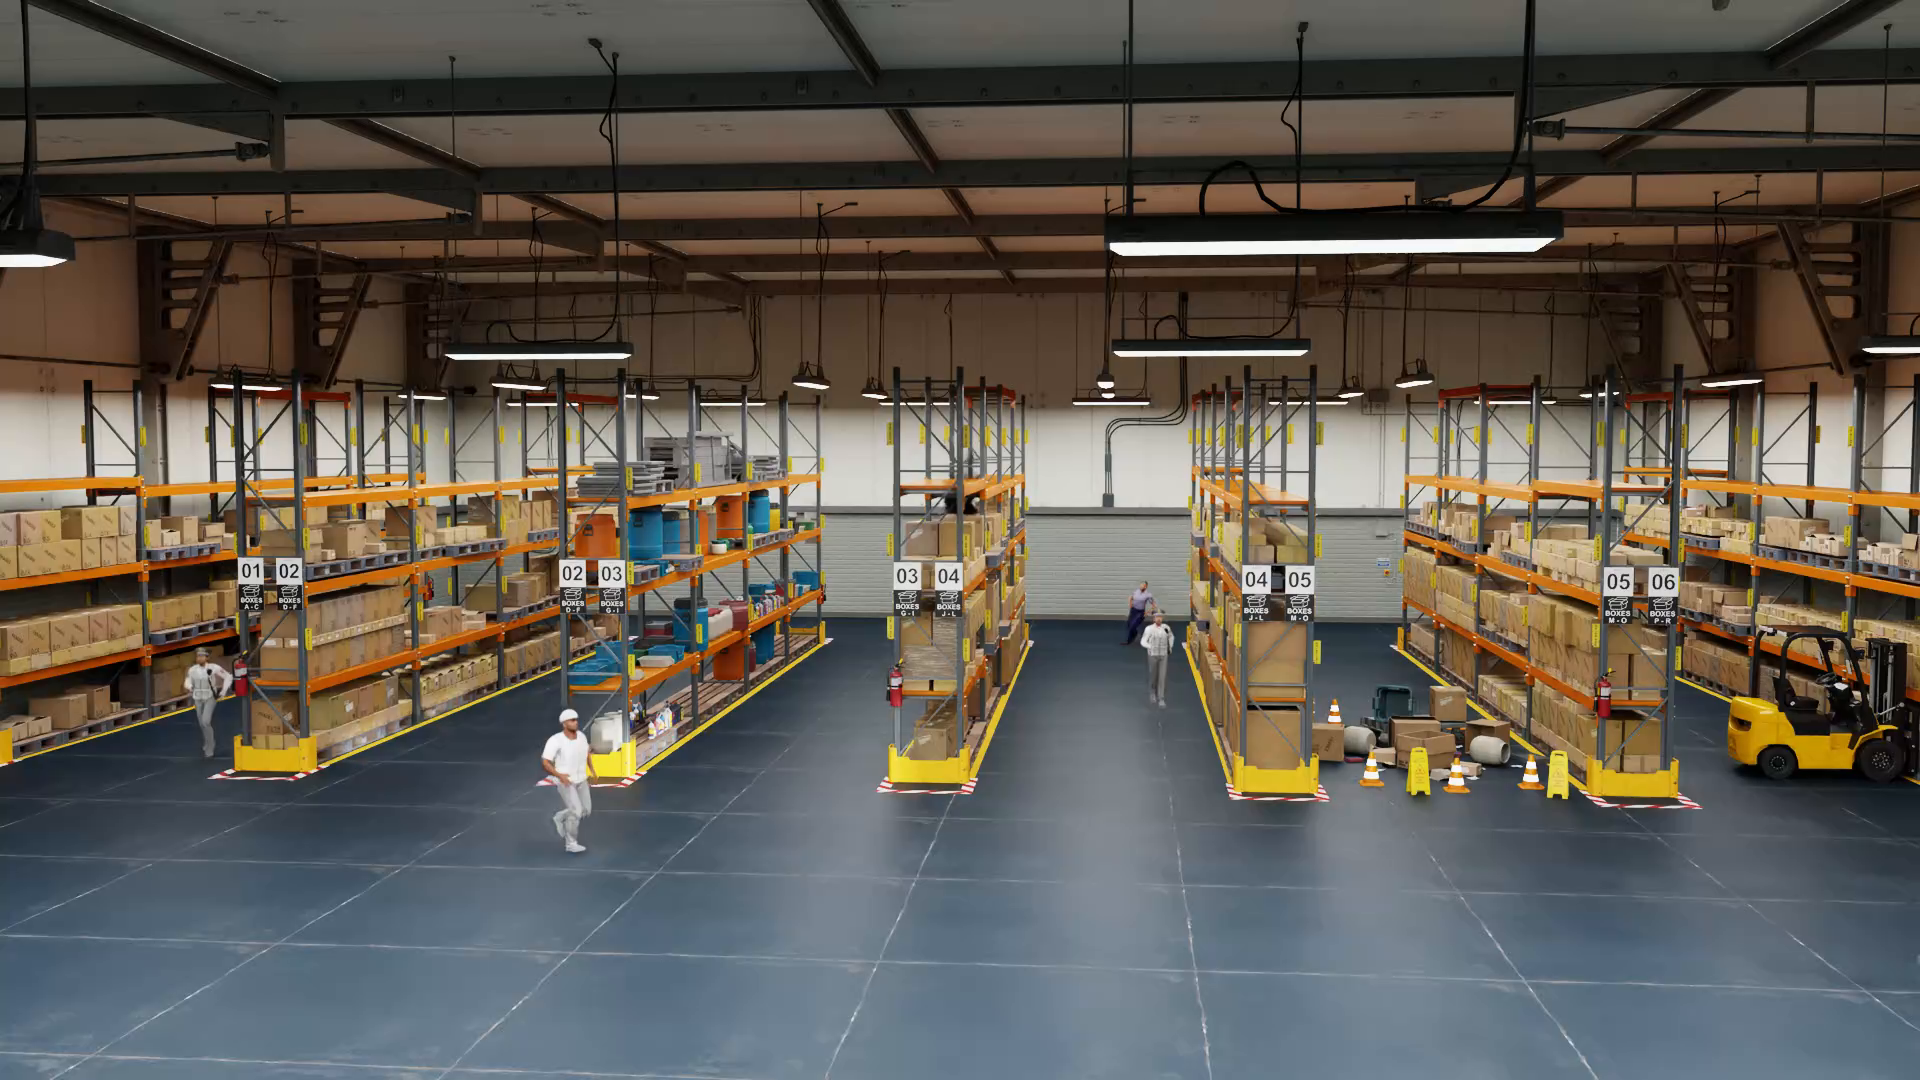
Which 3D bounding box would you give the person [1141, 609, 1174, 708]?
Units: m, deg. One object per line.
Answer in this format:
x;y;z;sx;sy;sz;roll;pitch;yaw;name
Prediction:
3.480;2.047;29.117;0.616;1.698;0.823;0;4;-3;person

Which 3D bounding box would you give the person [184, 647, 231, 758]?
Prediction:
-11.853;2.550;26.140;0.623;1.761;0.719;0;4;2;person

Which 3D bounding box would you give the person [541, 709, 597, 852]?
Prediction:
-4.744;2.893;20.085;0.622;1.723;0.749;2;4;33;person

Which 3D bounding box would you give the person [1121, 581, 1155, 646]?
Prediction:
4.319;1.756;39.964;0.771;1.544;0.701;2;4;34;person
